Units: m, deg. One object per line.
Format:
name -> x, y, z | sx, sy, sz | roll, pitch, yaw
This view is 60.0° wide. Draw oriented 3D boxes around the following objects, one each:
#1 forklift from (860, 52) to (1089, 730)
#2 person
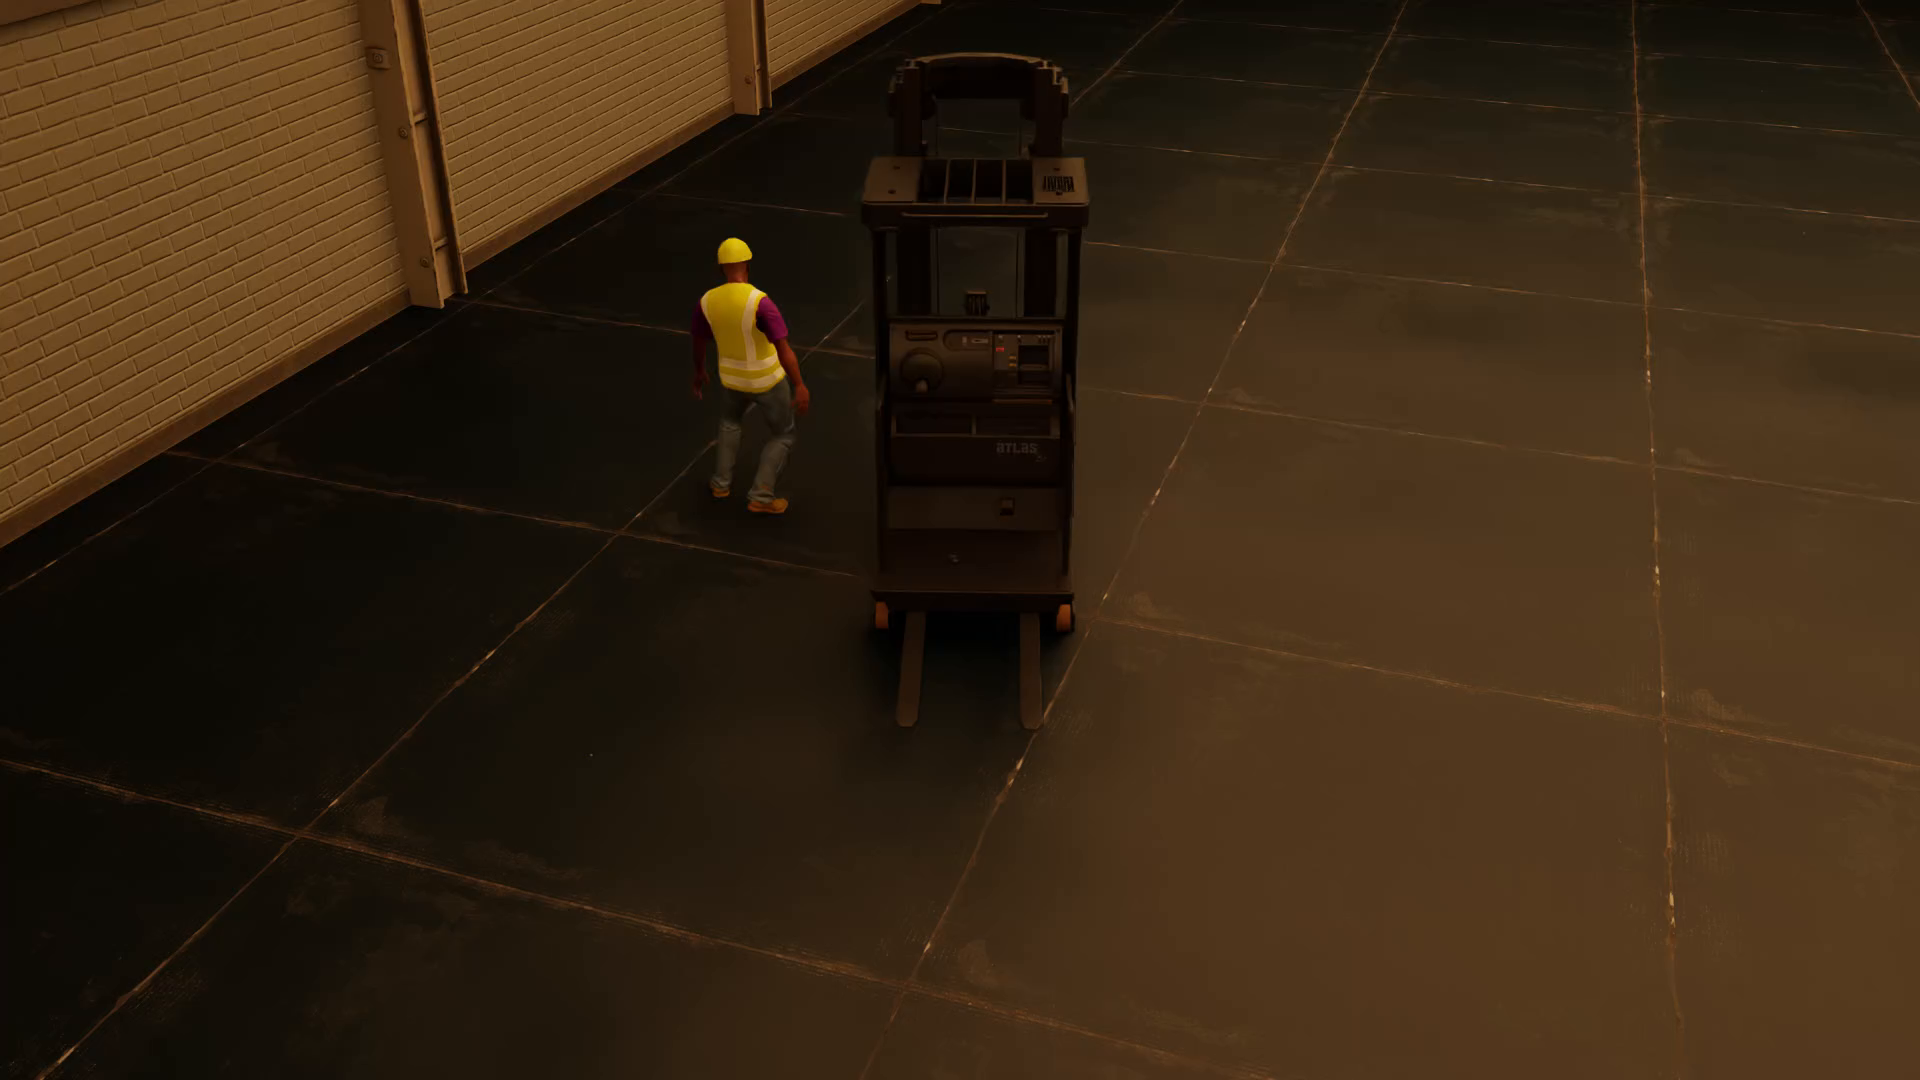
forklift -> 0.080, -0.919, 8.749 | 1.130, 2.935, 3.031 | 1, 30, 1
person -> -1.275, -0.981, 10.119 | 0.918, 1.688, 0.494 | 17, 34, 27
